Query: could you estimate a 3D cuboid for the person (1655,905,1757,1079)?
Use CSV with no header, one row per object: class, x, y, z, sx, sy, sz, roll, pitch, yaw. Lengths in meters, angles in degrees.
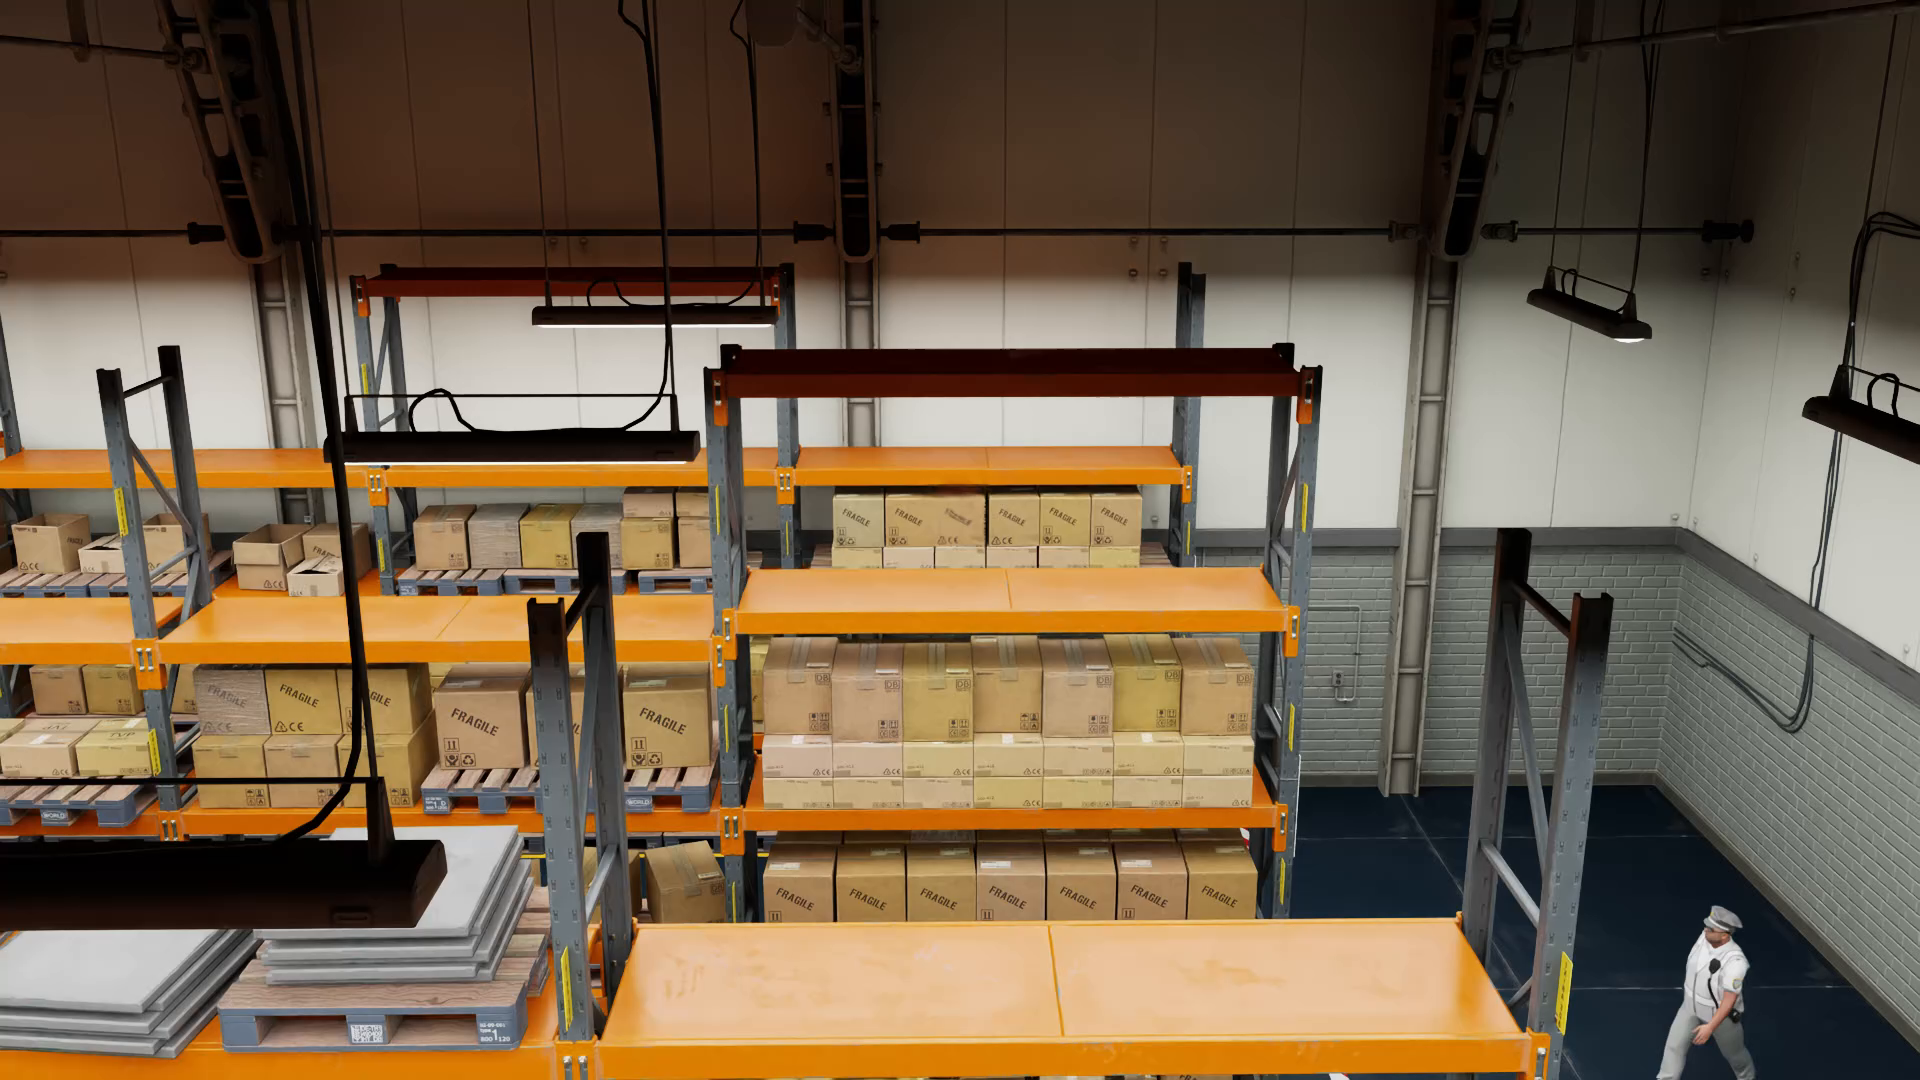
person,5.828,3.635,12.925,1.112,1.699,0.518,-9,18,-28
